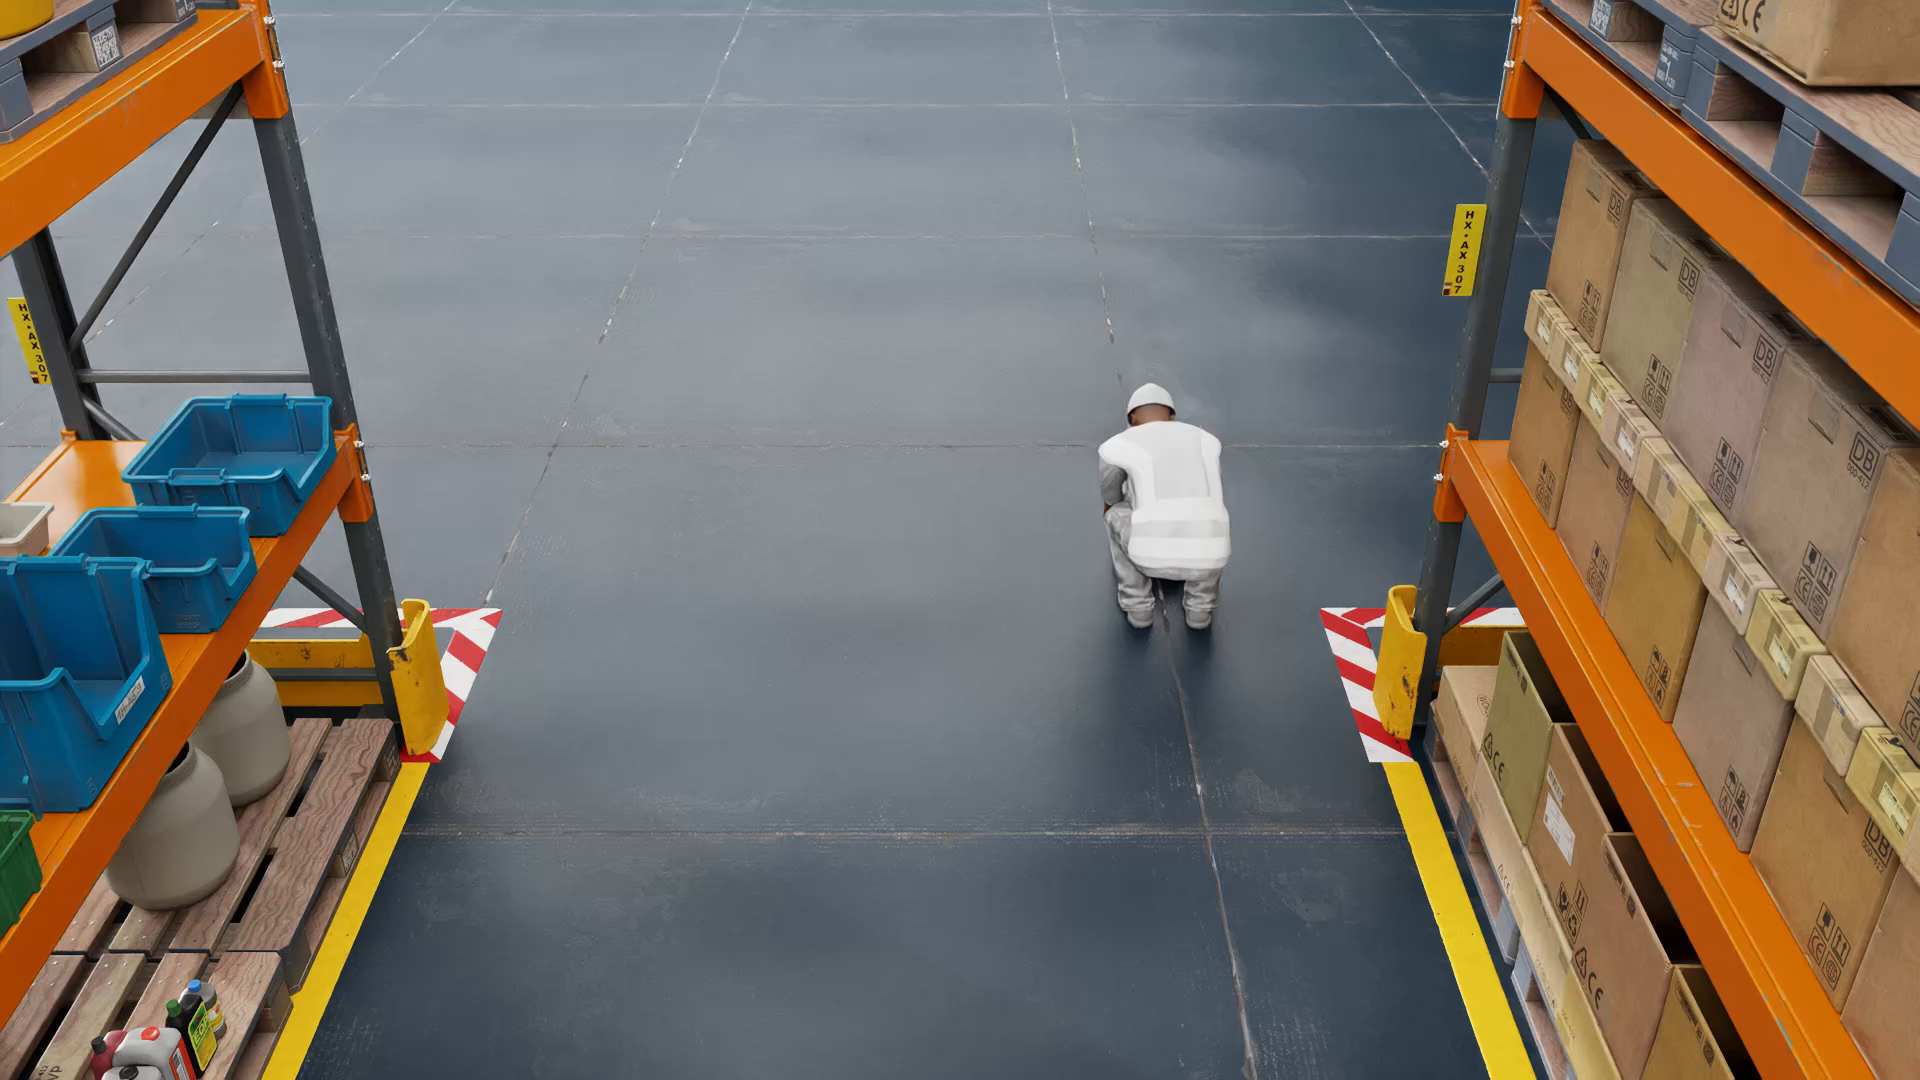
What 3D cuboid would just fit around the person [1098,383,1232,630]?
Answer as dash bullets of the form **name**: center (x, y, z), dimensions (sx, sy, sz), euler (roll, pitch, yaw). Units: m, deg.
- **person**: center (0.883, -0.118, 7.220), dimensions (0.576, 0.883, 0.909), euler (0, 31, 0)
